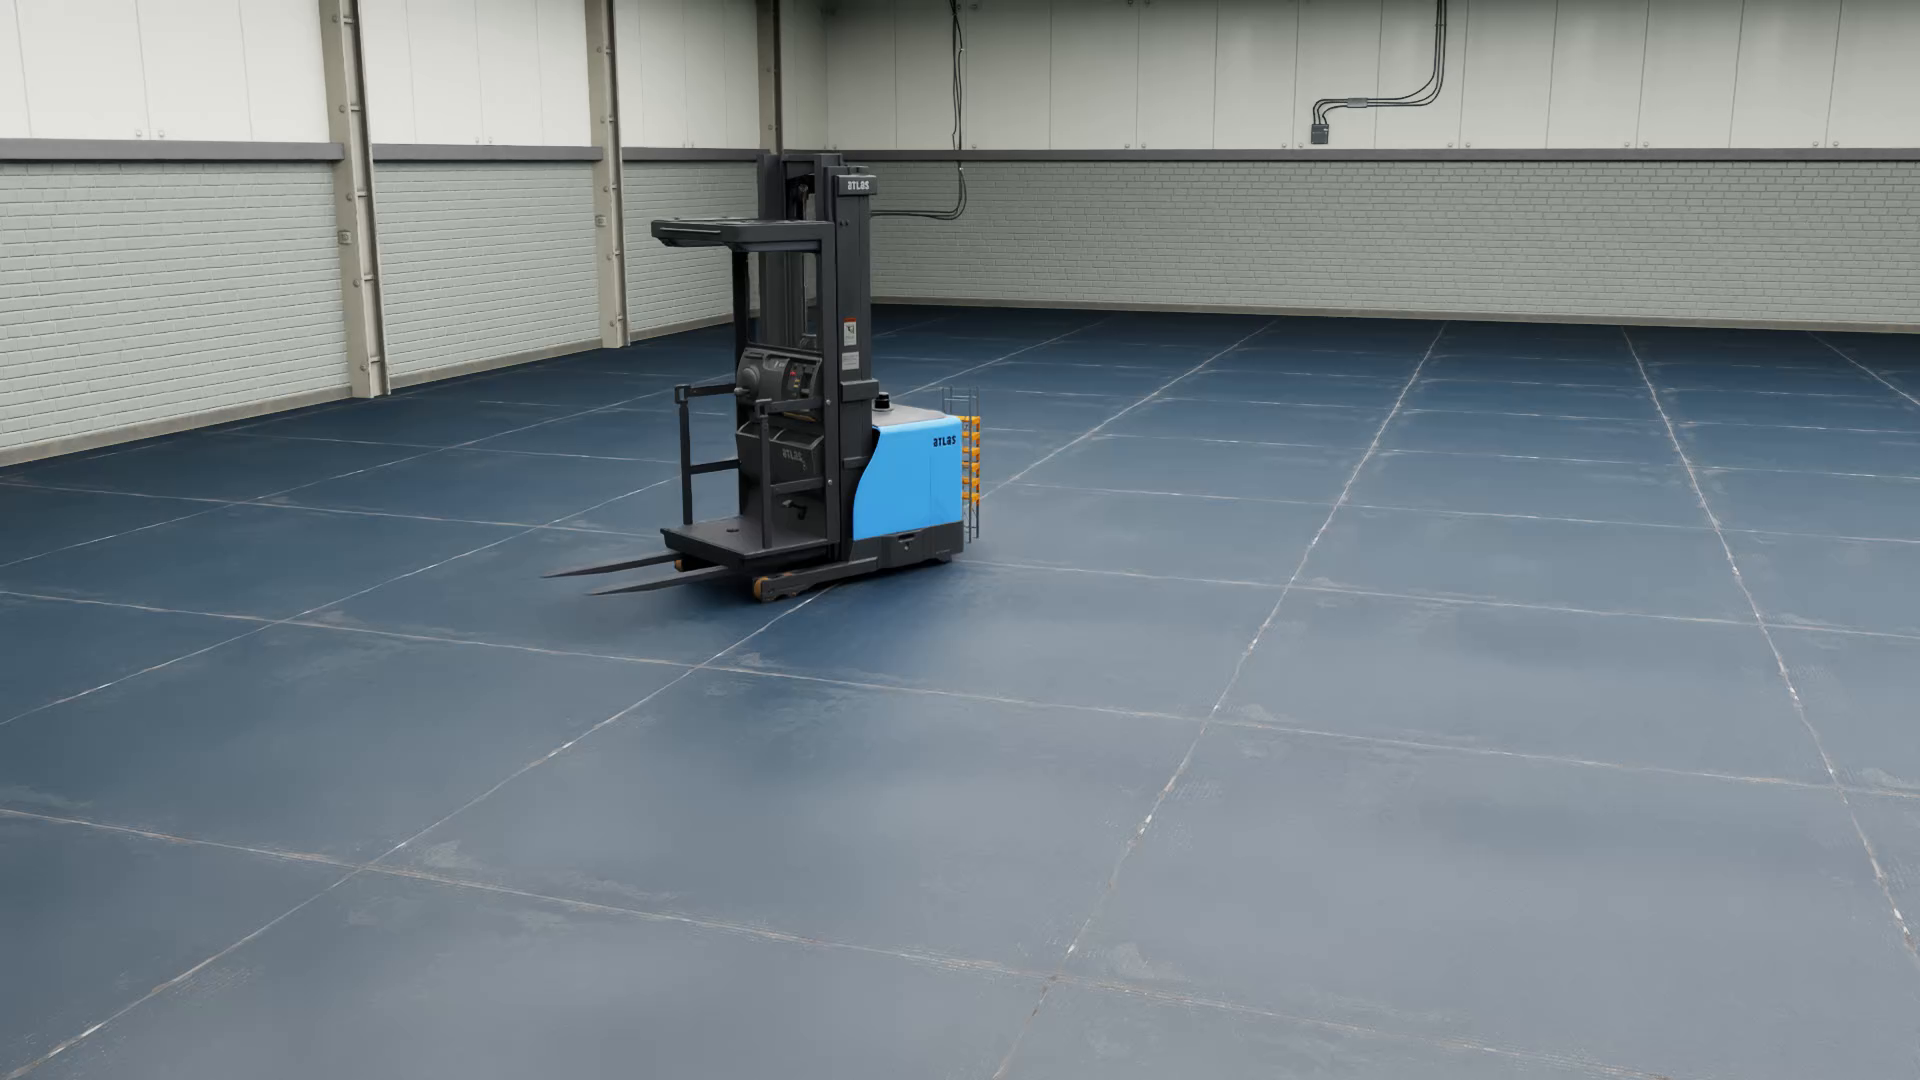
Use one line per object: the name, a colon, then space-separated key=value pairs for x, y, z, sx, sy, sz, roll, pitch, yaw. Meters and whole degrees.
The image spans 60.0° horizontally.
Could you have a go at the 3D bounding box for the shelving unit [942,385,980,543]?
shelving unit: x=0.005 y=-0.588 z=12.868 sx=0.258 sy=1.200 sz=0.189 roll=4 pitch=14 yaw=18

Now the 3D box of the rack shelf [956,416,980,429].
rack shelf: x=0.005 y=-0.896 z=12.798 sx=0.258 sy=0.103 sz=0.180 roll=4 pitch=14 yaw=18

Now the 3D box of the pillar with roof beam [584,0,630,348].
pillar with roof beam: x=-1.418 y=-7.164 z=24.151 sx=9.100 sy=9.000 sz=0.400 roll=4 pitch=14 yaw=18

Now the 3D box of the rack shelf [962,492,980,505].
rack shelf: x=0.005 y=-0.311 z=12.931 sx=0.258 sy=0.103 sz=0.180 roll=4 pitch=14 yaw=18

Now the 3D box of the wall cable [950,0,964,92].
wall cable: x=1.215 y=-10.016 z=32.275 sx=3.097 sy=2.526 sz=0.112 roll=4 pitch=14 yaw=18

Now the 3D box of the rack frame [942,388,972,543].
rack frame: x=-0.025 y=-0.569 z=12.783 sx=0.240 sy=1.200 sz=0.006 roll=4 pitch=14 yaw=18

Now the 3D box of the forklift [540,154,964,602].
forklift: x=-1.415 y=-1.145 z=11.418 sx=3.031 sy=2.935 sz=1.130 roll=-11 pitch=17 yaw=-40

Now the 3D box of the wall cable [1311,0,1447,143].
wall cable: x=7.632 y=-10.233 z=29.957 sx=2.305 sy=6.003 sz=0.169 roll=4 pitch=14 yaw=18

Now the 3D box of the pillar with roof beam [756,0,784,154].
pillar with roof beam: x=0.524 y=-8.427 z=29.686 sx=9.100 sy=9.000 sz=0.400 roll=4 pitch=14 yaw=18

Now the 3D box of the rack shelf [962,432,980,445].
rack shelf: x=0.005 y=-0.779 z=12.824 sx=0.258 sy=0.103 sz=0.180 roll=4 pitch=14 yaw=18

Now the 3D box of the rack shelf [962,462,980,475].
rack shelf: x=0.005 y=-0.545 z=12.878 sx=0.258 sy=0.103 sz=0.180 roll=4 pitch=14 yaw=18

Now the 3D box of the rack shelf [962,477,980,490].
rack shelf: x=0.005 y=-0.428 z=12.904 sx=0.258 sy=0.103 sz=0.180 roll=4 pitch=14 yaw=18

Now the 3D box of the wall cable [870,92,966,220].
wall cable: x=-1.345 y=-7.748 z=33.690 sx=3.097 sy=2.526 sz=0.112 roll=4 pitch=14 yaw=18

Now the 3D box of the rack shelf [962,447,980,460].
rack shelf: x=0.005 y=-0.662 z=12.851 sx=0.258 sy=0.103 sz=0.180 roll=4 pitch=14 yaw=18

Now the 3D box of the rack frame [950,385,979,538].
rack frame: x=0.034 y=-0.607 z=12.952 sx=0.240 sy=1.200 sz=0.006 roll=4 pitch=14 yaw=18

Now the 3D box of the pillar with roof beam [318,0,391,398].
pillar with roof beam: x=-3.359 y=-5.900 z=18.616 sx=9.100 sy=9.000 sz=0.400 roll=4 pitch=14 yaw=18
